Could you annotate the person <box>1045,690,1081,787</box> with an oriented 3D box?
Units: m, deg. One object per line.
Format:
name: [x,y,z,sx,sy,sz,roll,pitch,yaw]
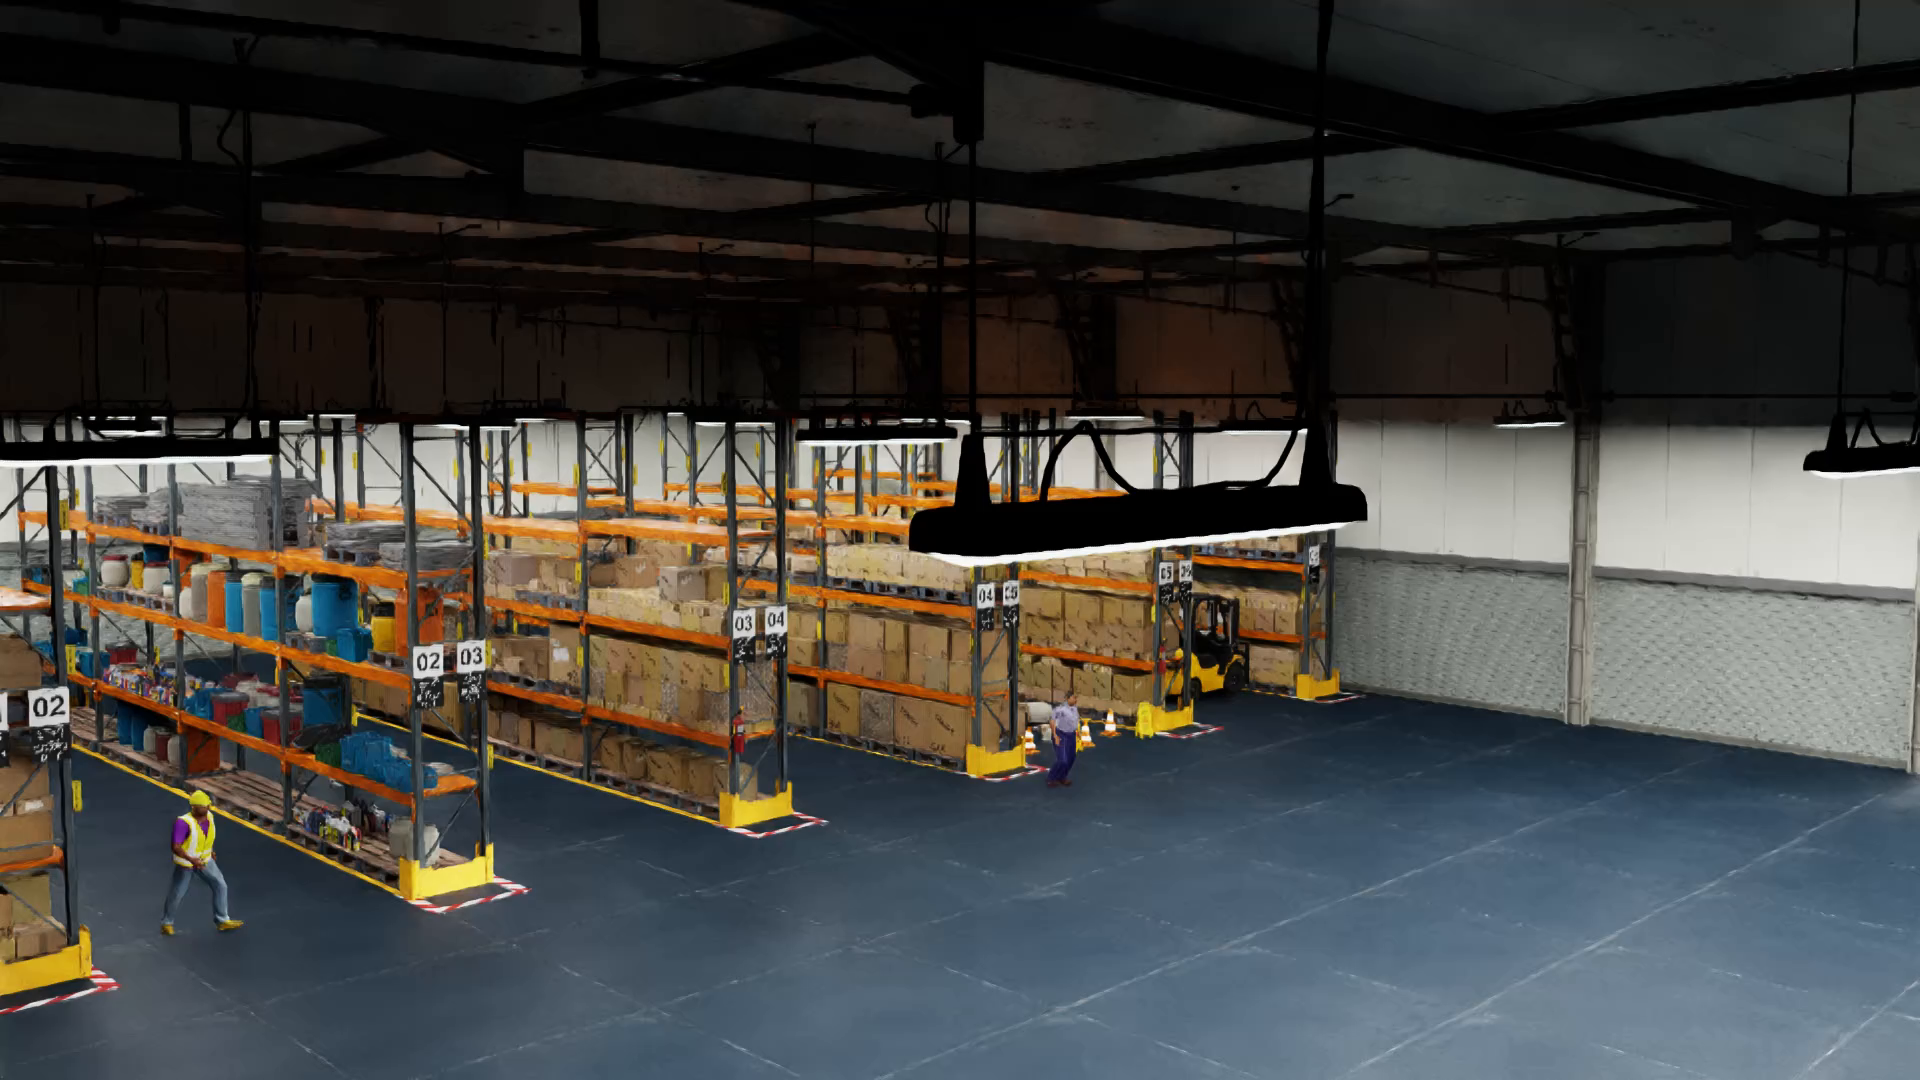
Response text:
person: [1.689,3.215,26.974,0.507,1.568,0.626,5,7,43]

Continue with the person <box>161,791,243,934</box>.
person: [-9.012,3.779,19.564,0.840,1.705,0.700,3,6,28]

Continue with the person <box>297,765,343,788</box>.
person: [-10.387,3.188,26.783,1.073,1.587,0.499,5,7,44]
